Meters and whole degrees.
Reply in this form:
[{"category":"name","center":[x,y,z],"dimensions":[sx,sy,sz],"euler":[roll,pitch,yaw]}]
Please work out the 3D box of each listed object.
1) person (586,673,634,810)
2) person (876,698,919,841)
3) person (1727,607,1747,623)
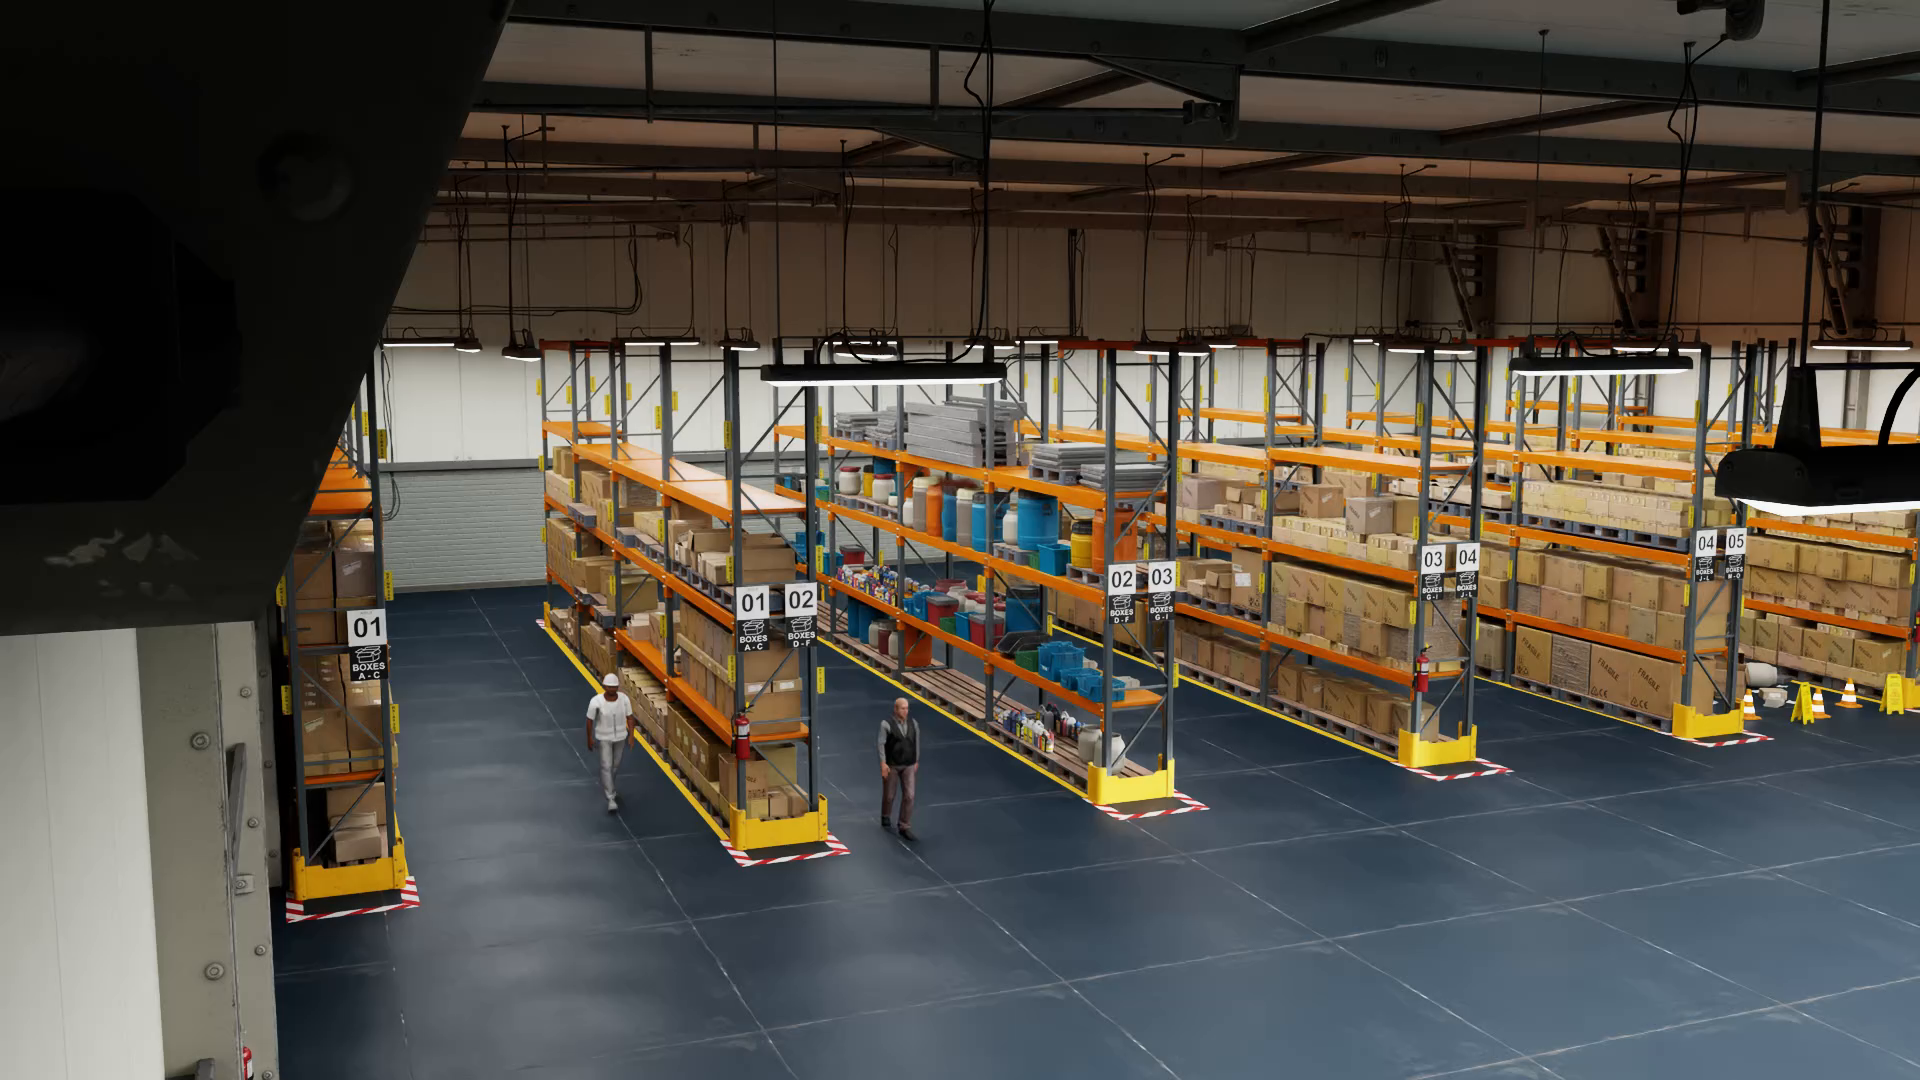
[{"category":"person","center":[-4.564,2.611,21.910],"dimensions":[0.584,1.712,0.989],"euler":[-5,9,-34]},{"category":"person","center":[-0.742,2.821,20.698],"dimensions":[0.610,1.715,0.753],"euler":[-4,8,-26]},{"category":"person","center":[16.465,1.011,35.017],"dimensions":[0.406,1.616,0.627],"euler":[-5,9,-36]}]
